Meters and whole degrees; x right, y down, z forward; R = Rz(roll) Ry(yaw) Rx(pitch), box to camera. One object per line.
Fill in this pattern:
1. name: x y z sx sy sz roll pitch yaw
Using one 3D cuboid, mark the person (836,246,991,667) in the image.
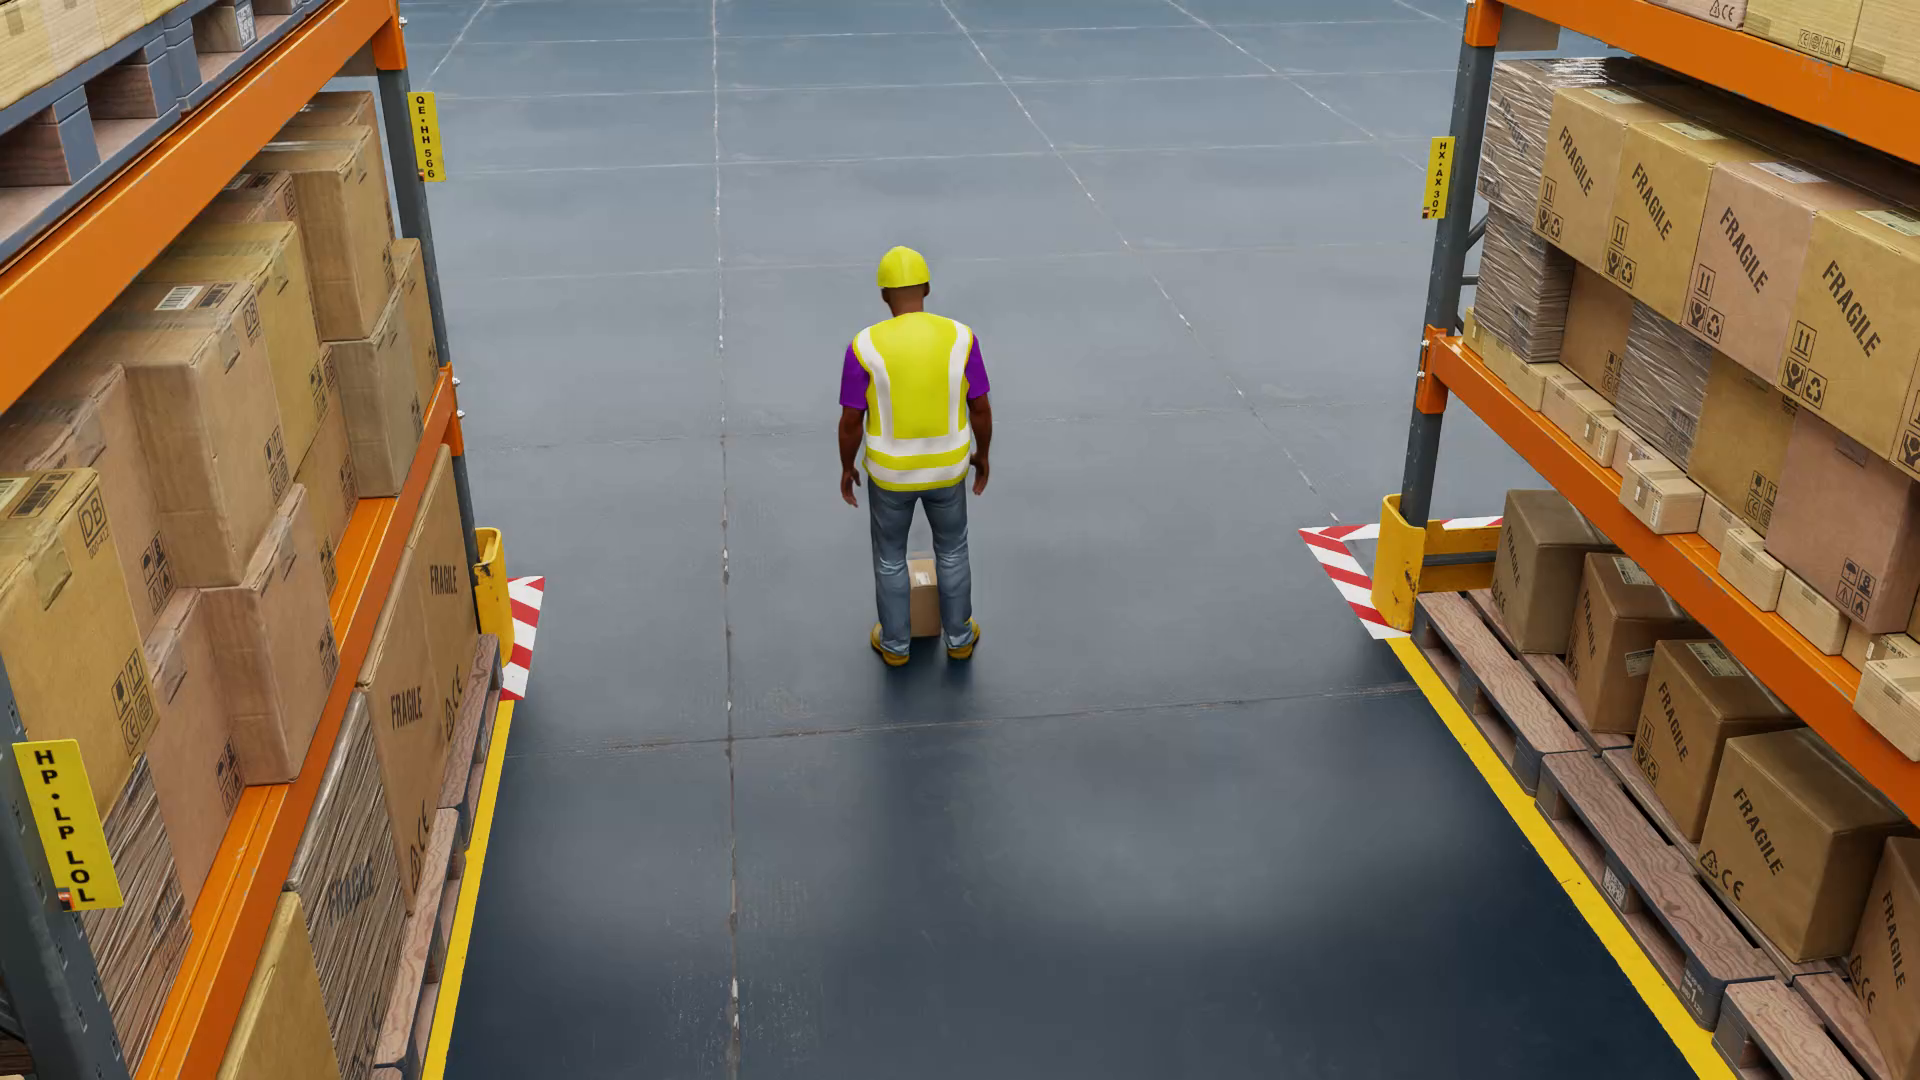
1. person: -0.189 -0.313 6.714 0.632 1.759 0.461 -5 27 -10
